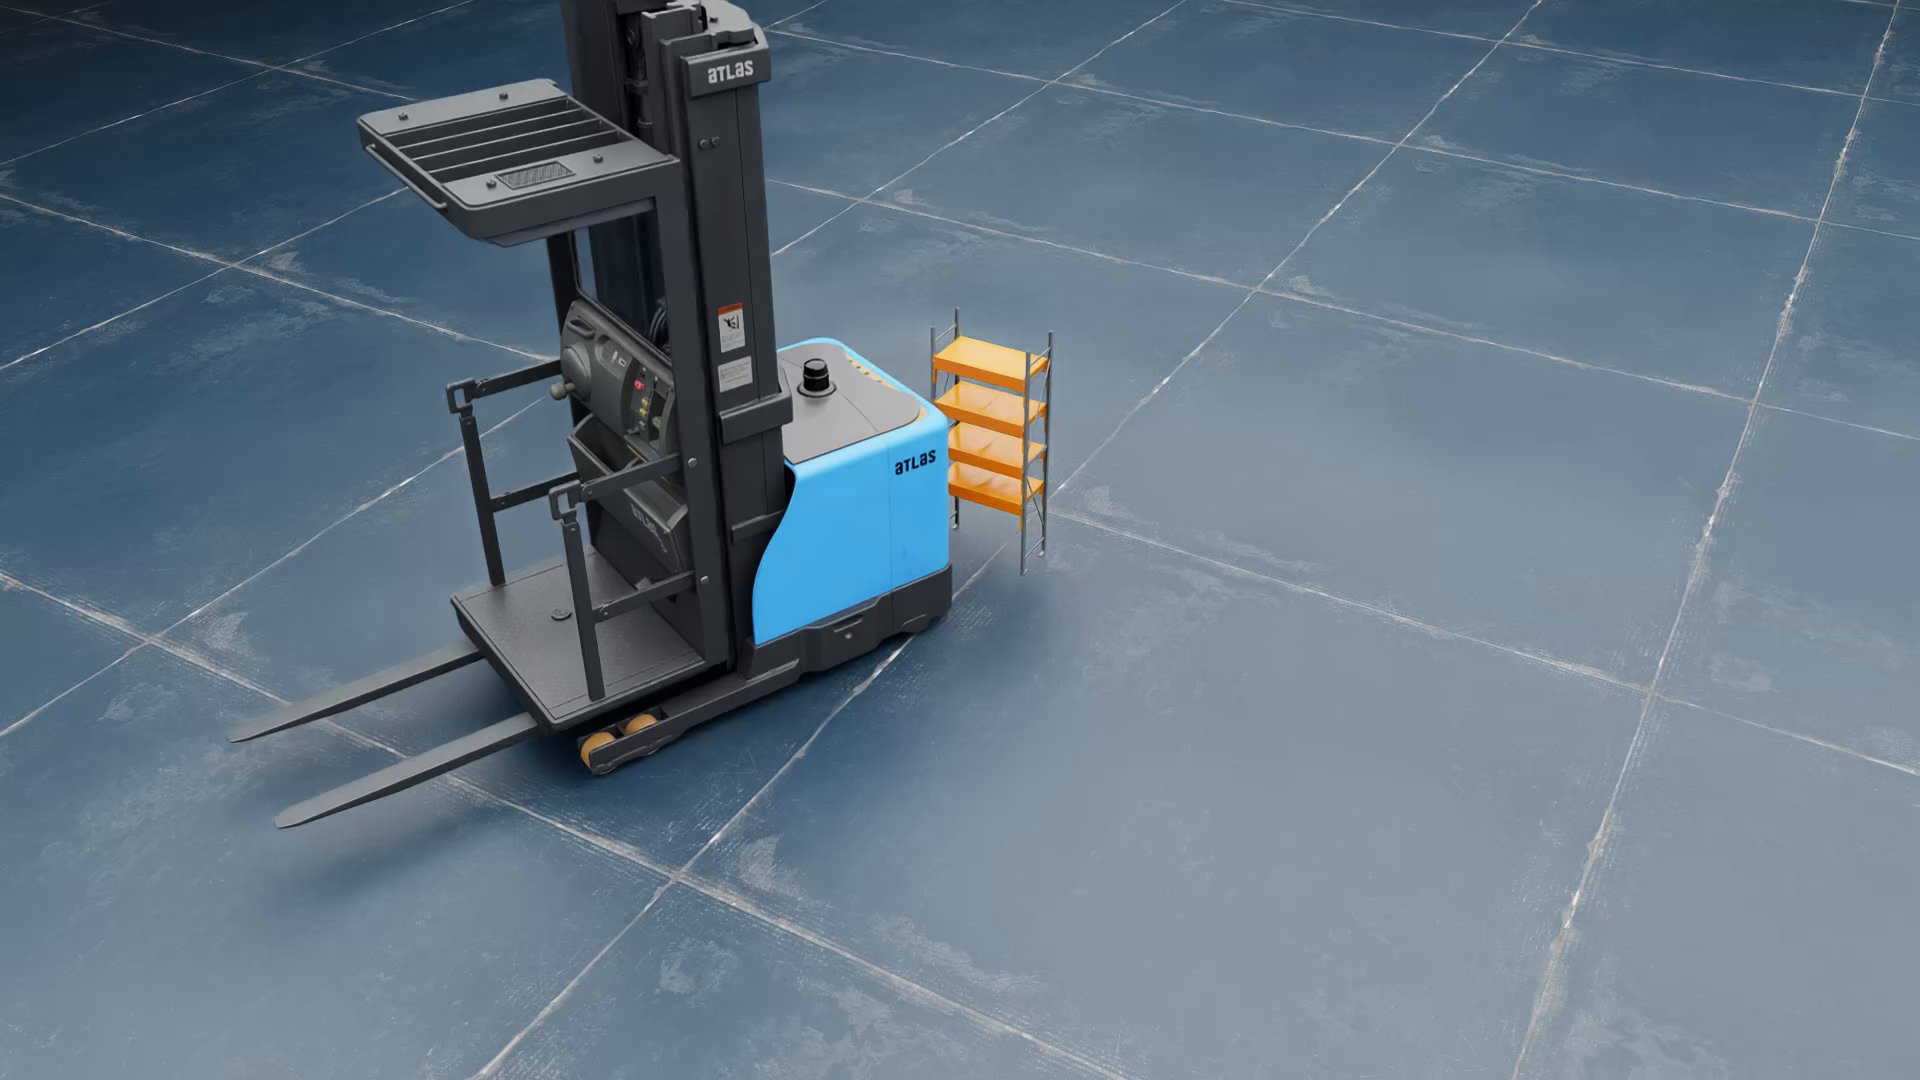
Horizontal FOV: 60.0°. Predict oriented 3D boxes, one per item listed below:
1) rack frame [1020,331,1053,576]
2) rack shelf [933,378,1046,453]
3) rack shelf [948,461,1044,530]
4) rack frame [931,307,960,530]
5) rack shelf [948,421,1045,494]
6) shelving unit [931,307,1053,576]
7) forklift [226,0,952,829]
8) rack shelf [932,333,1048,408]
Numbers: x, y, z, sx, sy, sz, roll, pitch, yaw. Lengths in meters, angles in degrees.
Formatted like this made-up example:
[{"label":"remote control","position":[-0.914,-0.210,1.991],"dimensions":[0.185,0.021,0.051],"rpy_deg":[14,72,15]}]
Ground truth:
[{"label":"rack frame","position":[0.356,-0.387,7.748],"dimensions":[0.015,1.200,0.240],"rpy_deg":[18,37,24]},{"label":"rack shelf","position":[0.144,-0.584,7.762],"dimensions":[0.480,0.148,0.258],"rpy_deg":[18,37,24]},{"label":"rack shelf","position":[0.144,-0.233,7.996],"dimensions":[0.480,0.148,0.258],"rpy_deg":[18,37,24]},{"label":"rack frame","position":[-0.068,-0.521,7.950],"dimensions":[0.015,1.200,0.240],"rpy_deg":[18,37,24]},{"label":"rack shelf","position":[0.144,-0.398,7.886],"dimensions":[0.480,0.148,0.258],"rpy_deg":[18,37,24]},{"label":"shelving unit","position":[0.144,-0.454,7.849],"dimensions":[0.503,1.200,0.258],"rpy_deg":[18,37,24]},{"label":"forklift","position":[-1.528,-0.597,6.501],"dimensions":[3.031,2.935,1.130],"rpy_deg":[-22,39,-29]},{"label":"rack shelf","position":[0.144,-0.781,7.631],"dimensions":[0.480,0.148,0.258],"rpy_deg":[18,37,24]}]
